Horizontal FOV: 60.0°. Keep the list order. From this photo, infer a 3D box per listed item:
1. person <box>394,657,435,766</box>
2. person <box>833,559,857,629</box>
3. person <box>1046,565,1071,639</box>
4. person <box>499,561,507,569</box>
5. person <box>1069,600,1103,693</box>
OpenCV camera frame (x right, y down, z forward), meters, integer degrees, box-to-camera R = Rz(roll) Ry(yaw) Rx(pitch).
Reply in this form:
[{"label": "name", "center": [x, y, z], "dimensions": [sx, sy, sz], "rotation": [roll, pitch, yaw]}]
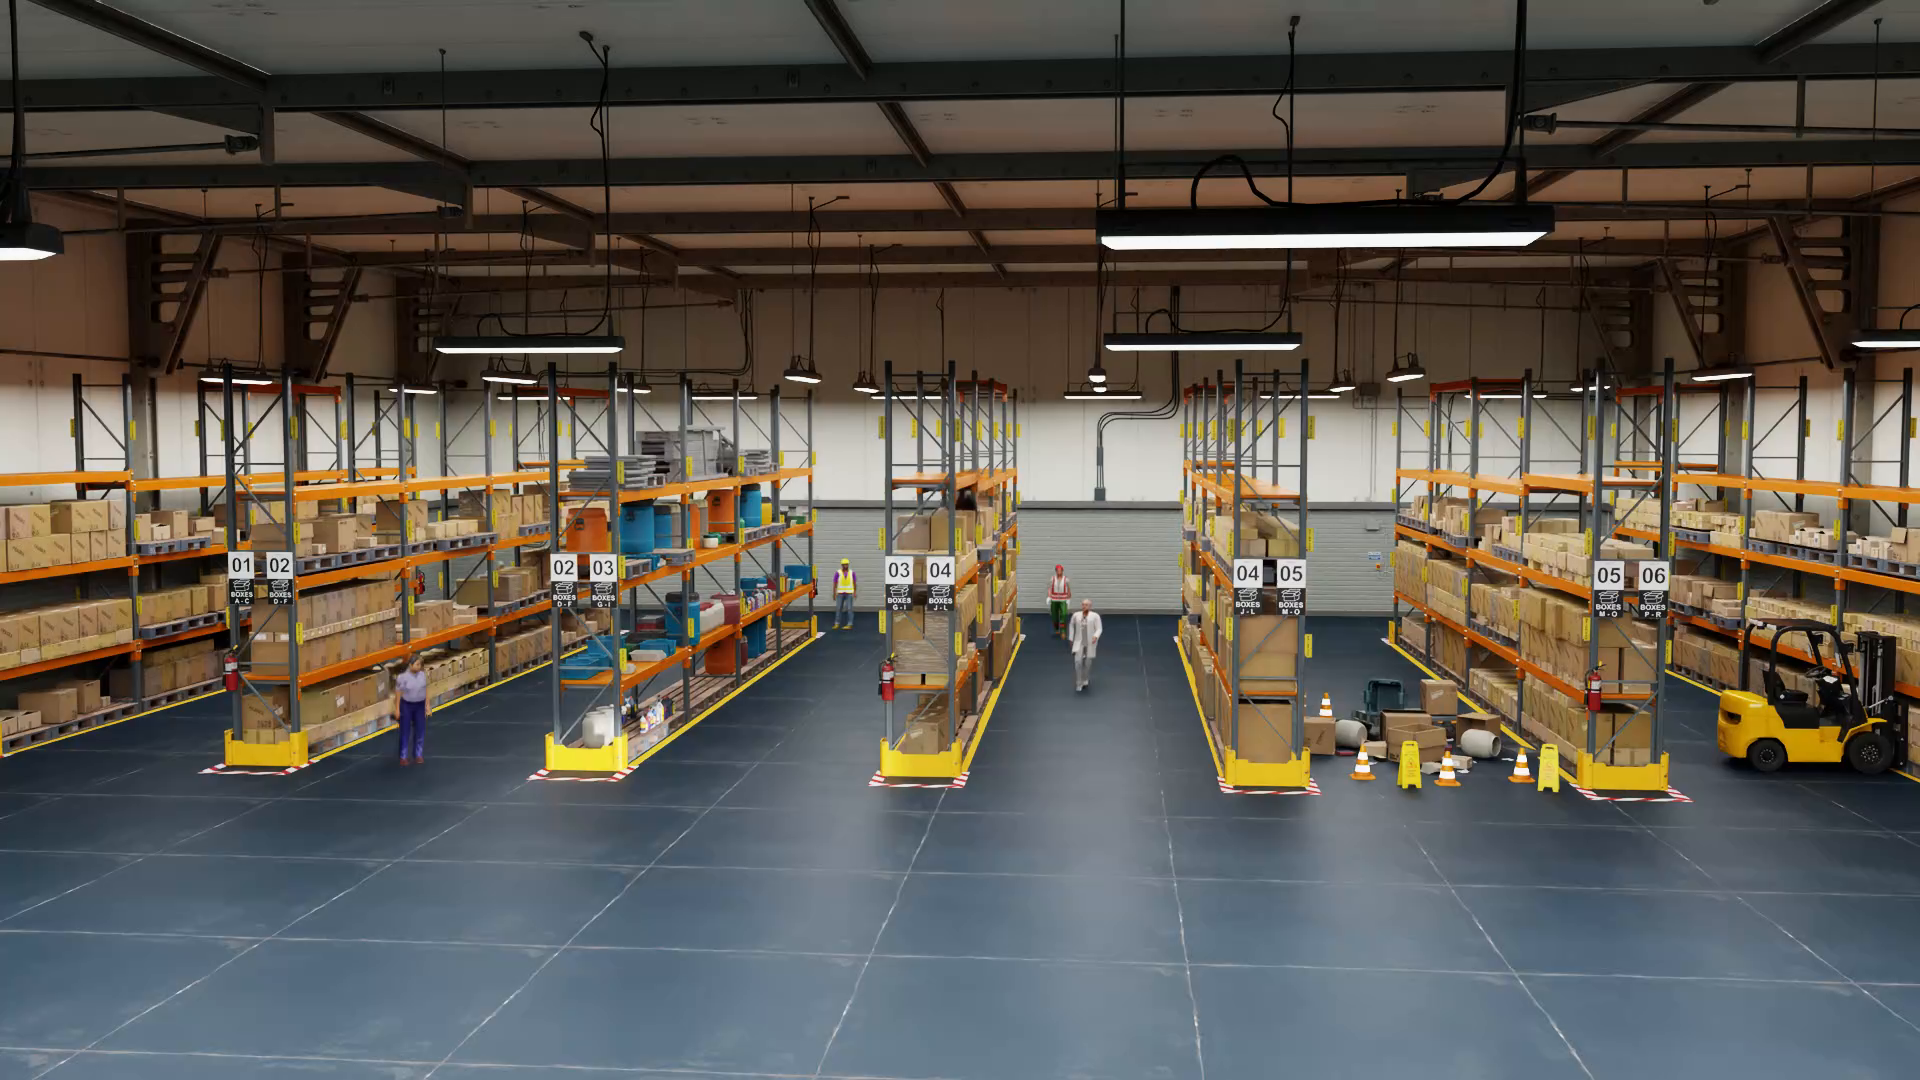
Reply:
[{"label": "person", "center": [-8.189, 2.561, 24.929], "dimensions": [0.460, 1.640, 0.560], "rotation": [3, 5, 42]}, {"label": "person", "center": [-2.904, 1.353, 41.924], "dimensions": [0.611, 1.772, 0.405], "rotation": [0, 4, 0]}, {"label": "person", "center": [2.384, 1.488, 40.155], "dimensions": [0.601, 1.757, 0.956], "rotation": [0, 4, 3]}, {"label": "person", "center": [-11.676, 1.370, 42.599], "dimensions": [0.556, 1.687, 0.506], "rotation": [1, 4, 17]}, {"label": "person", "center": [2.438, 2.045, 32.192], "dimensions": [0.654, 1.778, 1.027], "rotation": [0, 4, 5]}]
